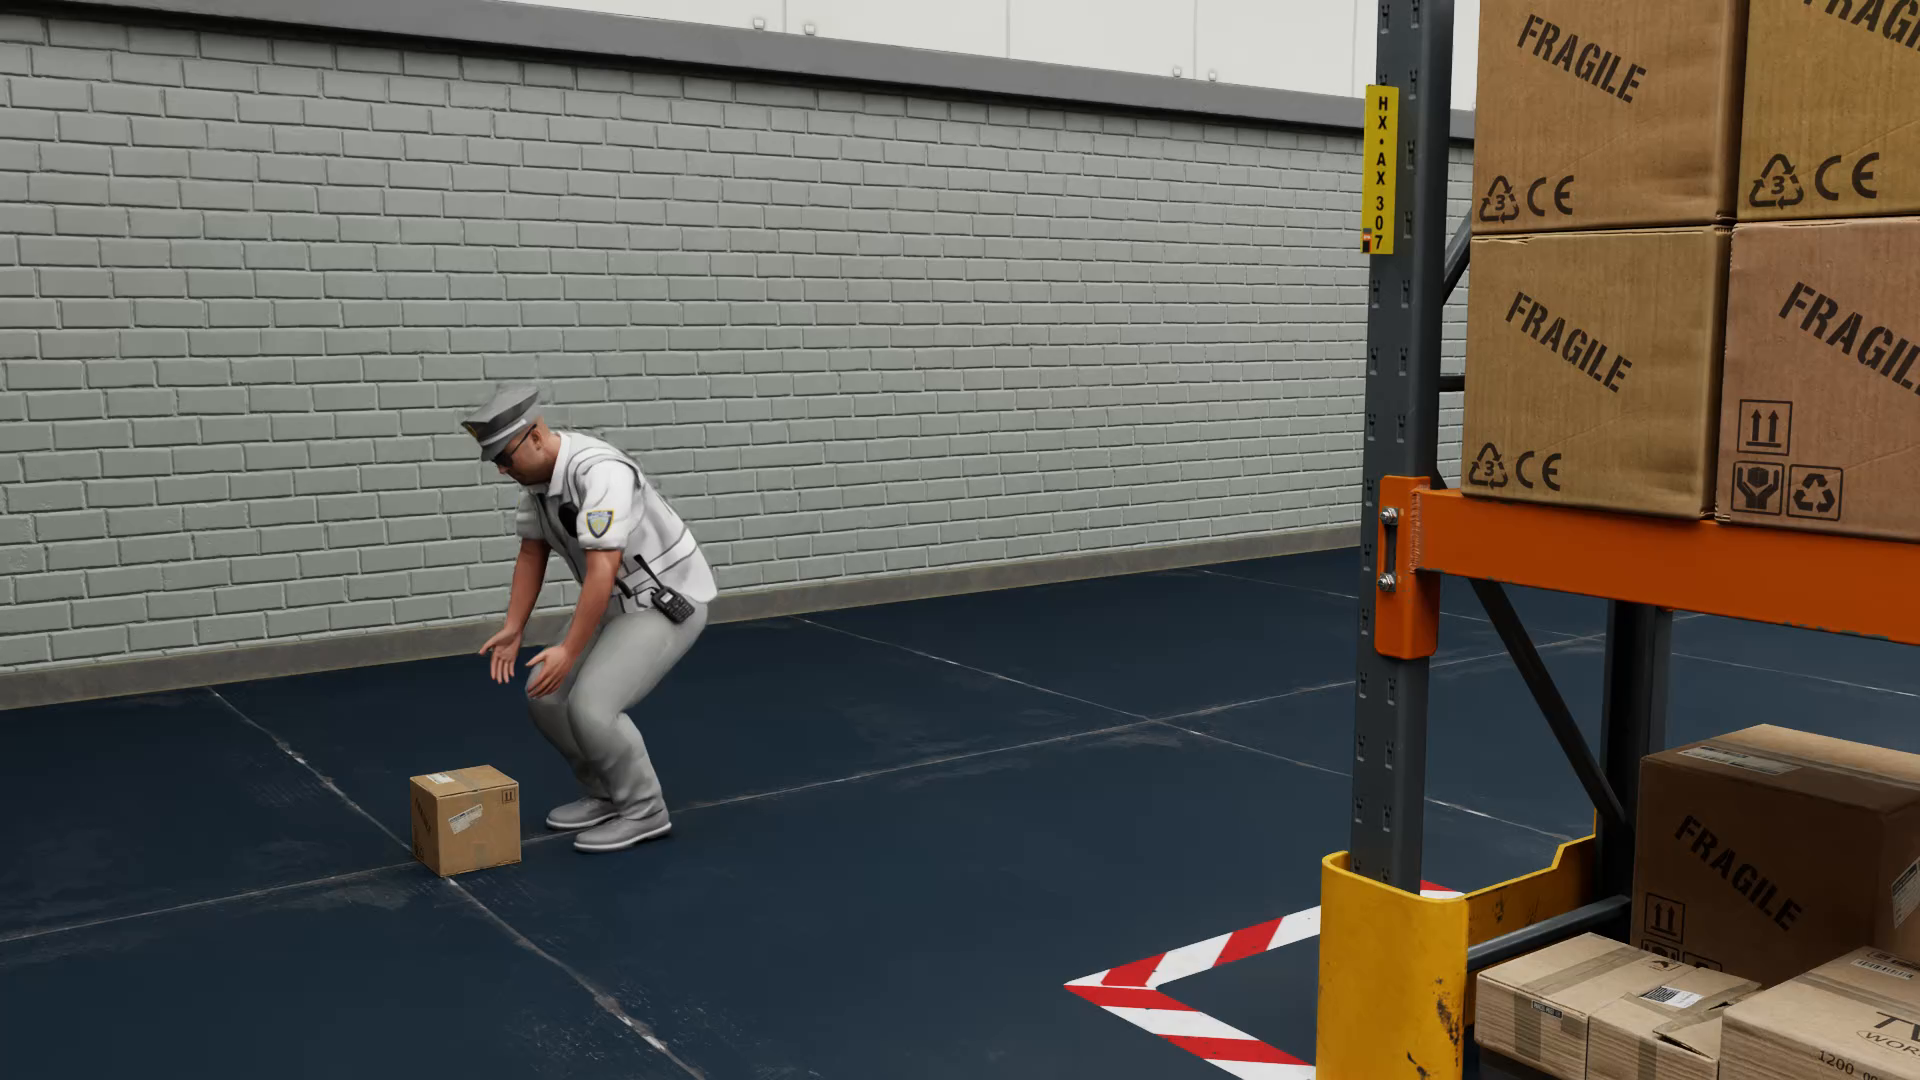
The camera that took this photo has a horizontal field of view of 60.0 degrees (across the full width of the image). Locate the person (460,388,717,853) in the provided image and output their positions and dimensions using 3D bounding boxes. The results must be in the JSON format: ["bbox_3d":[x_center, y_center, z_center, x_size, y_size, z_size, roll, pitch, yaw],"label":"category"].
[{"bbox_3d":[-1.145,0.239,5.209,0.792,1.439,0.590,-6,10,-36],"label":"person"}]
